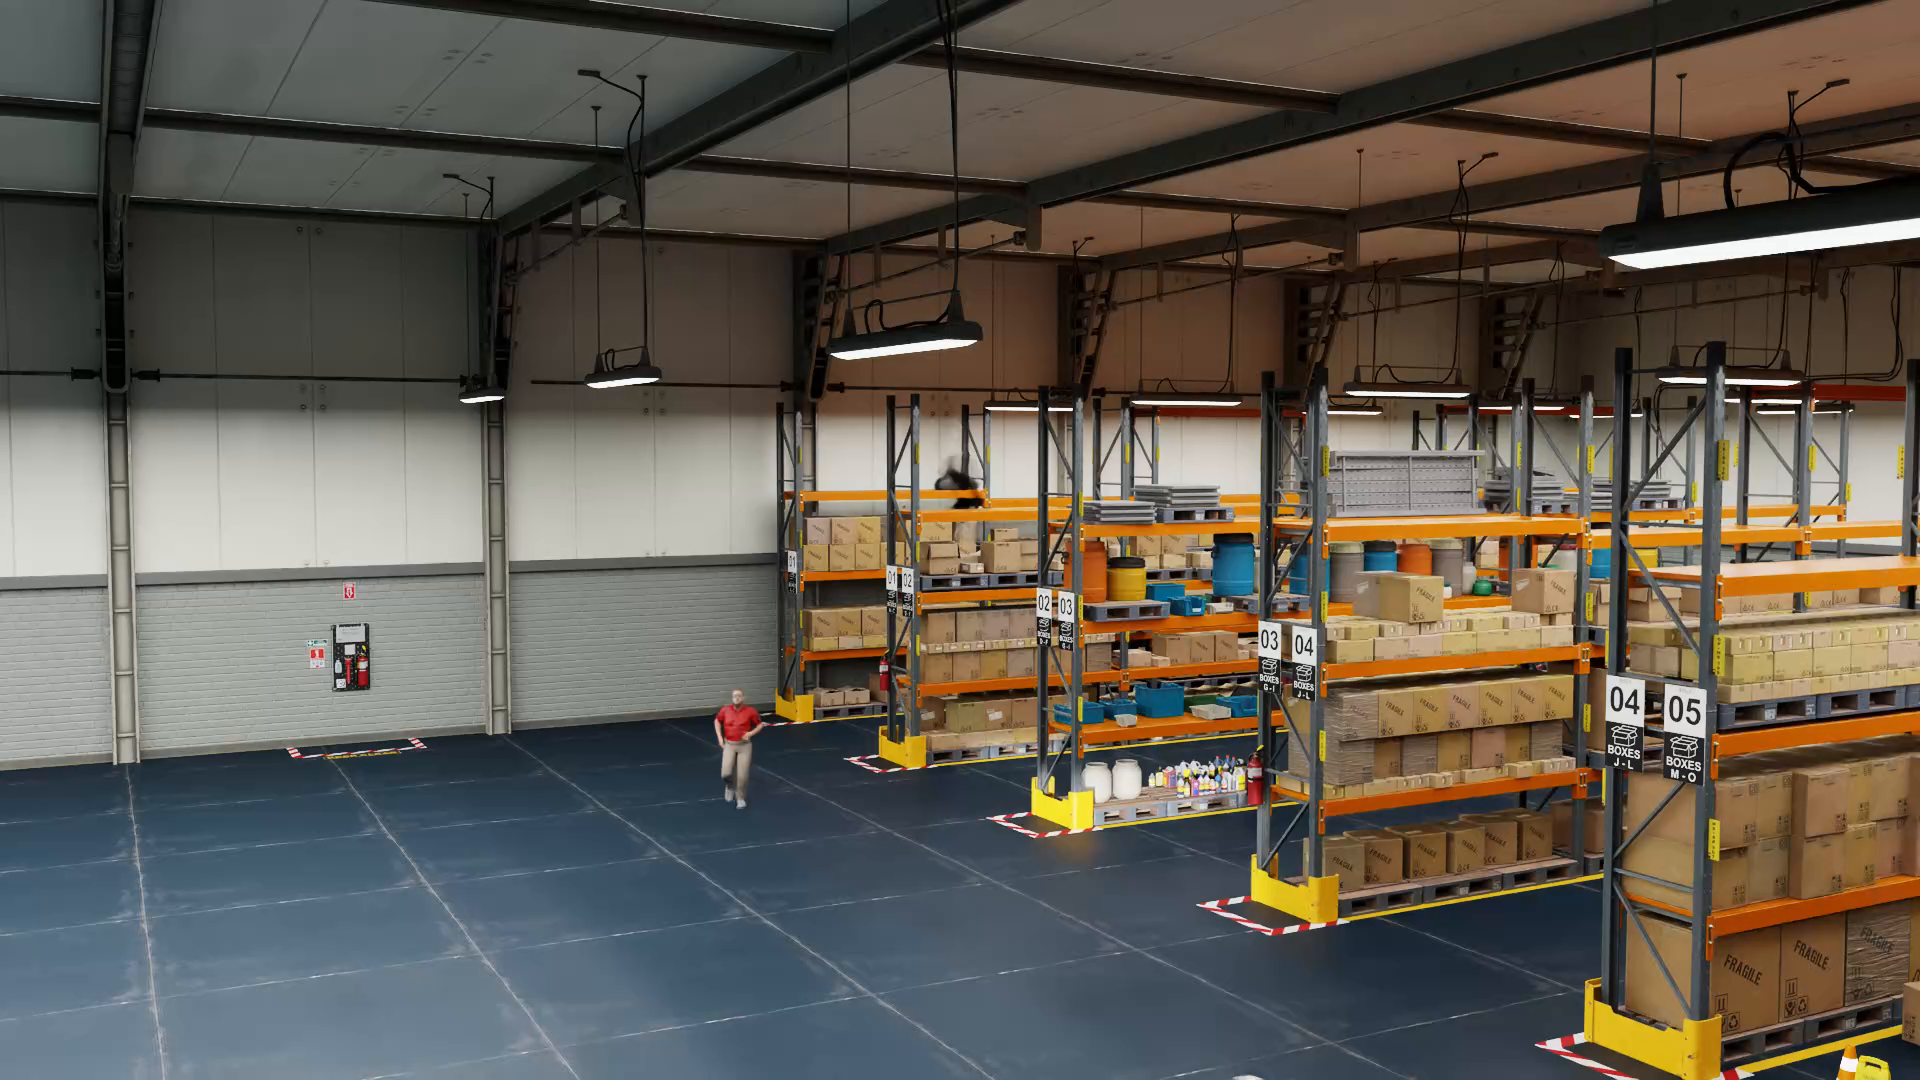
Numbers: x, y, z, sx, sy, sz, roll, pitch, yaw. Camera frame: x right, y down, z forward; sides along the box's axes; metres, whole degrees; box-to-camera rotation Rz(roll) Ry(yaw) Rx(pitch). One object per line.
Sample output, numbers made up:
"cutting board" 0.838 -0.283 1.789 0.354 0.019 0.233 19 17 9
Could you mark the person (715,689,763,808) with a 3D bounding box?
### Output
"person" -3.168 2.974 23.693 0.710 1.697 0.563 0 3 1
